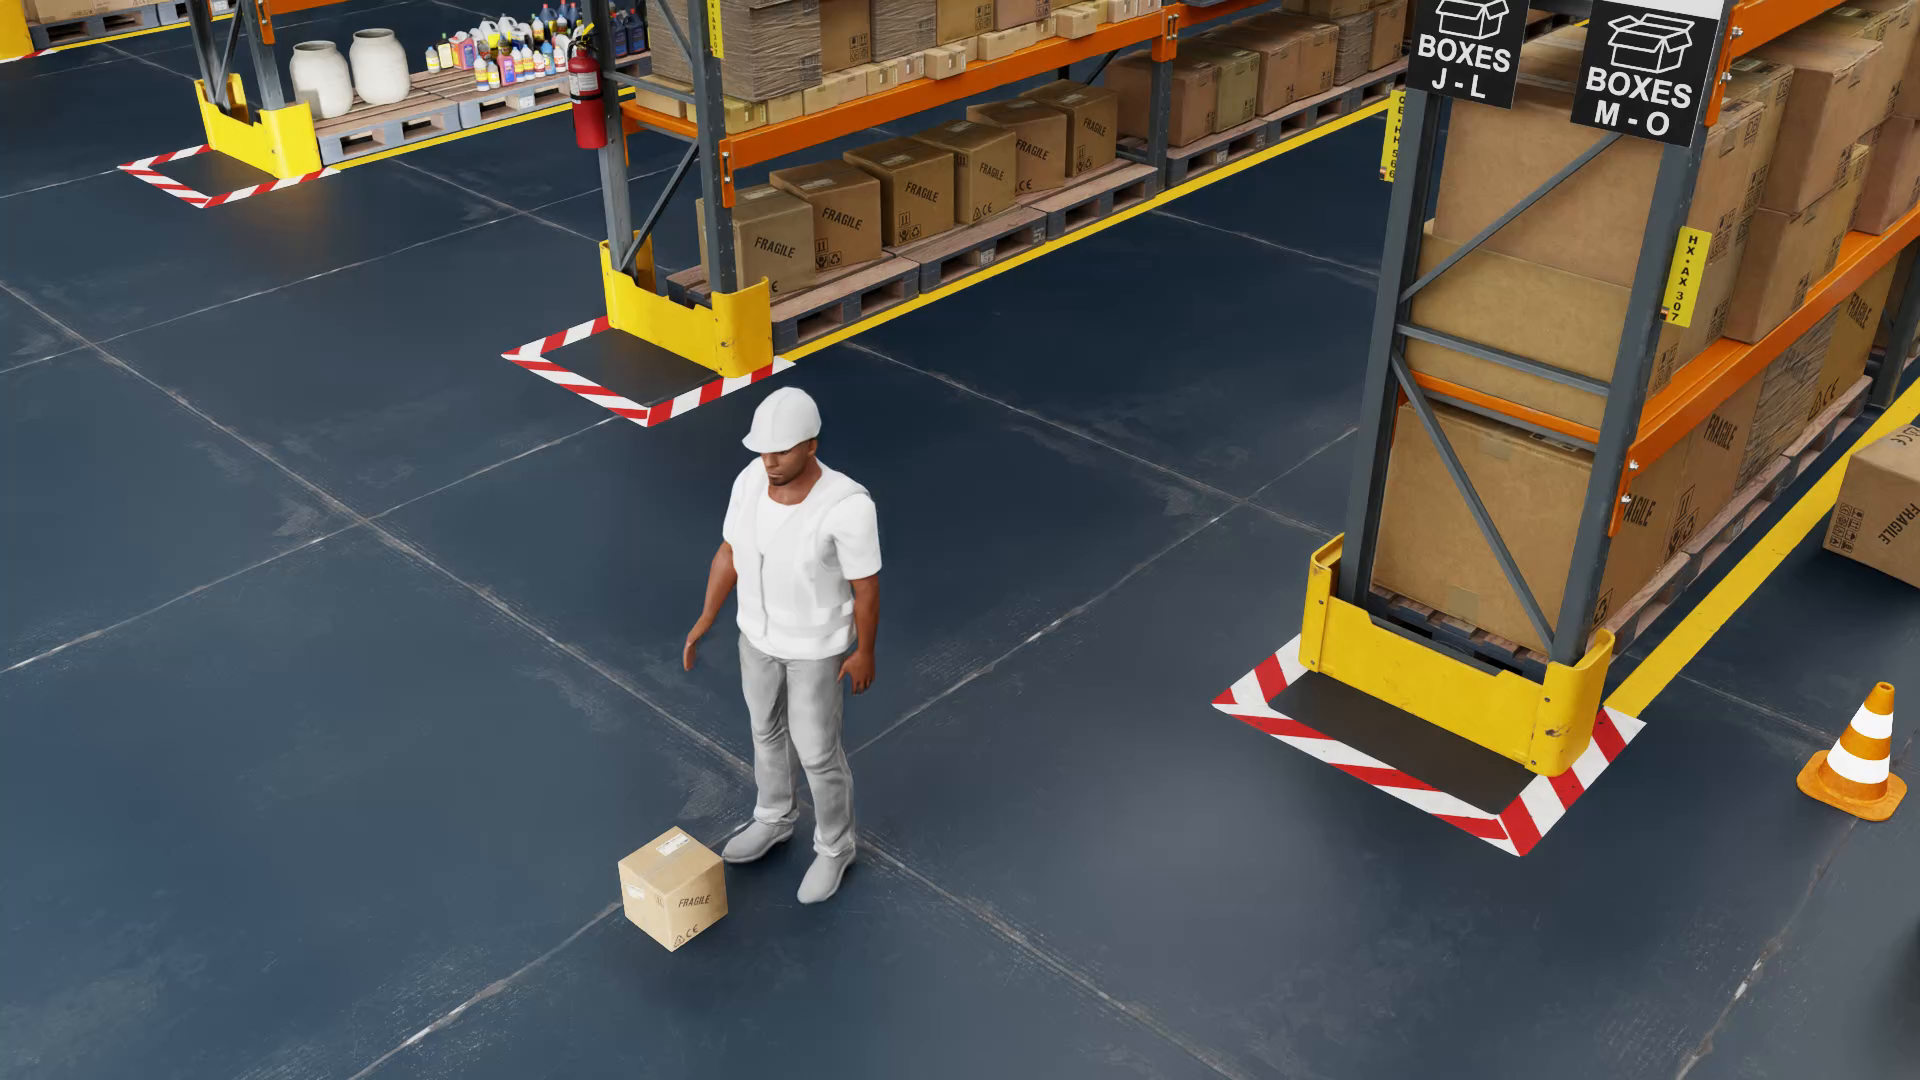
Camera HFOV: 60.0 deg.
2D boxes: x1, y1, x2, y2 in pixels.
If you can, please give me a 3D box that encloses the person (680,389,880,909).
[{"bbox_3d":[-0.592,0.356,5.512,0.589,1.797,0.492,22,37,31],"label":"person"}]
